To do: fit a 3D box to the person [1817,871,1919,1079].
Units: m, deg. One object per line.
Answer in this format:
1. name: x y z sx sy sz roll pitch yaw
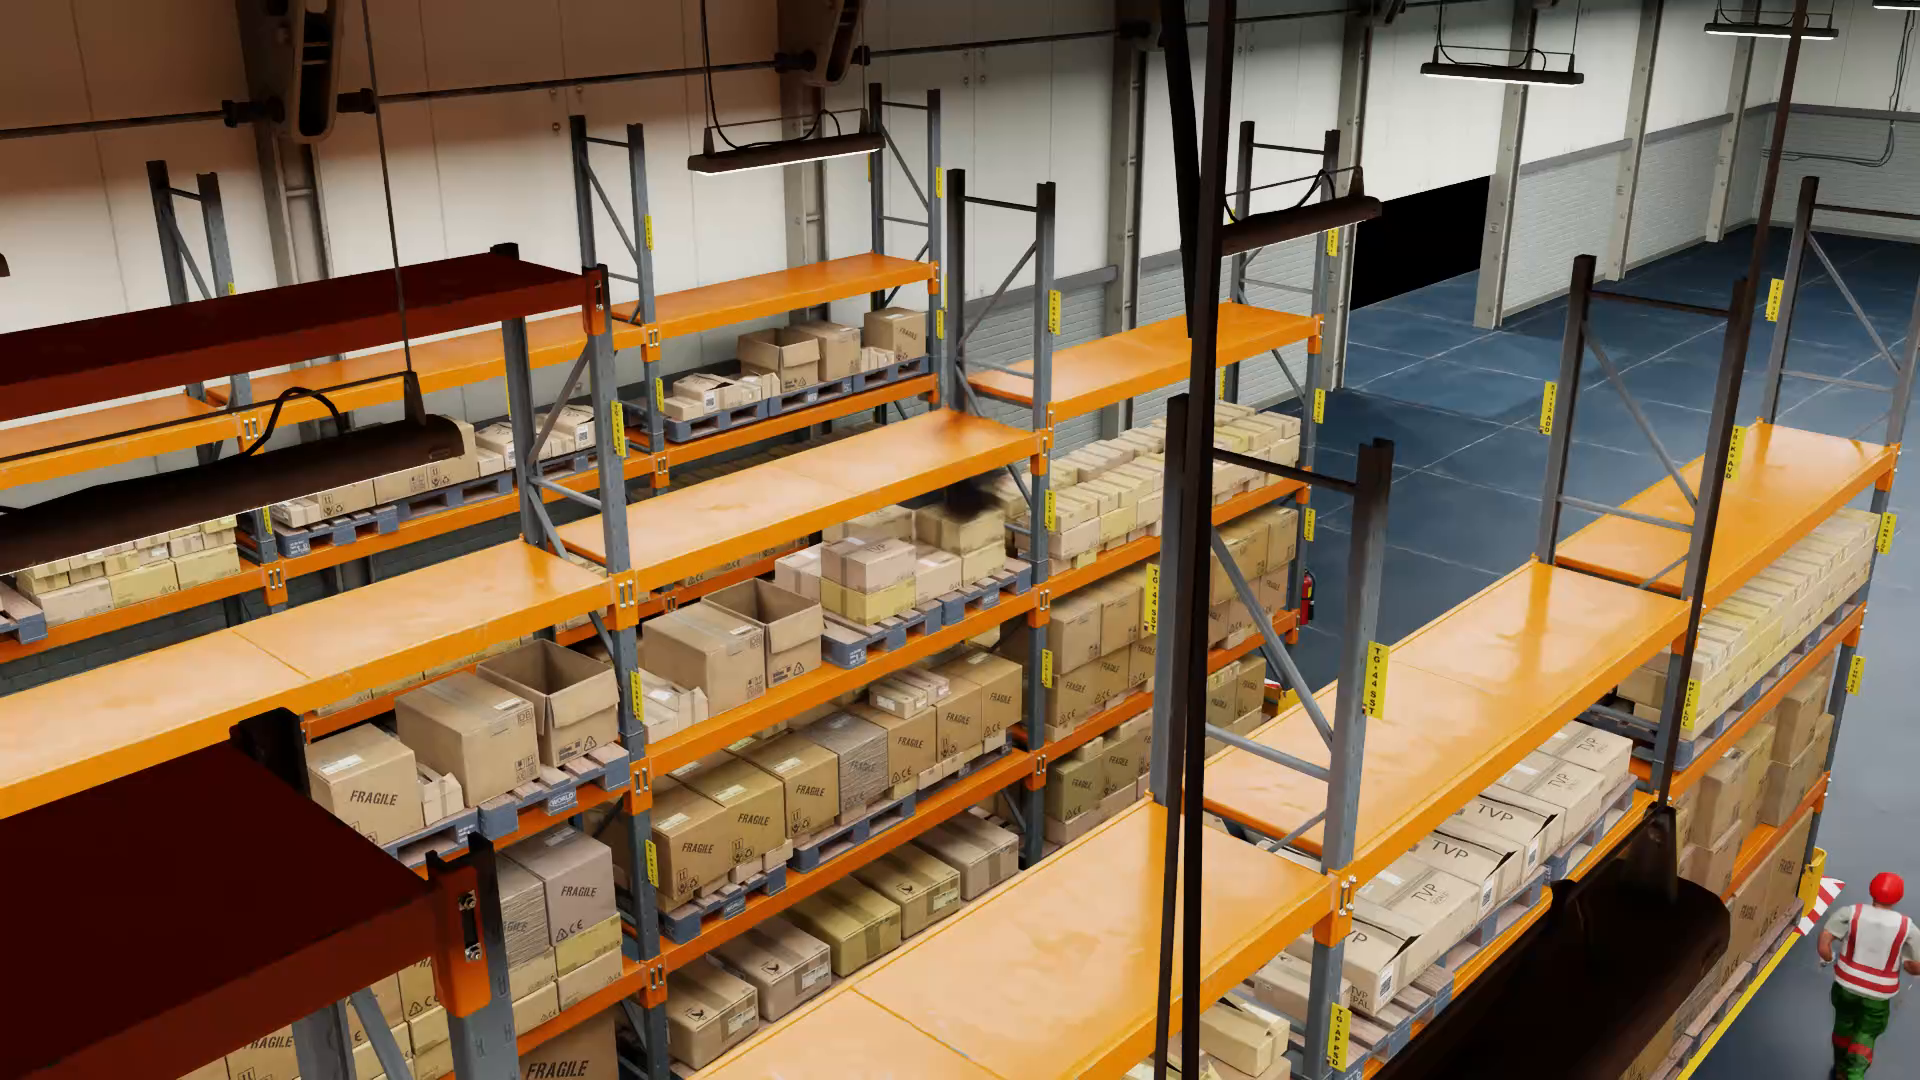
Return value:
1. person: 6.258 3.120 11.550 0.643 1.758 0.873 14 25 33
